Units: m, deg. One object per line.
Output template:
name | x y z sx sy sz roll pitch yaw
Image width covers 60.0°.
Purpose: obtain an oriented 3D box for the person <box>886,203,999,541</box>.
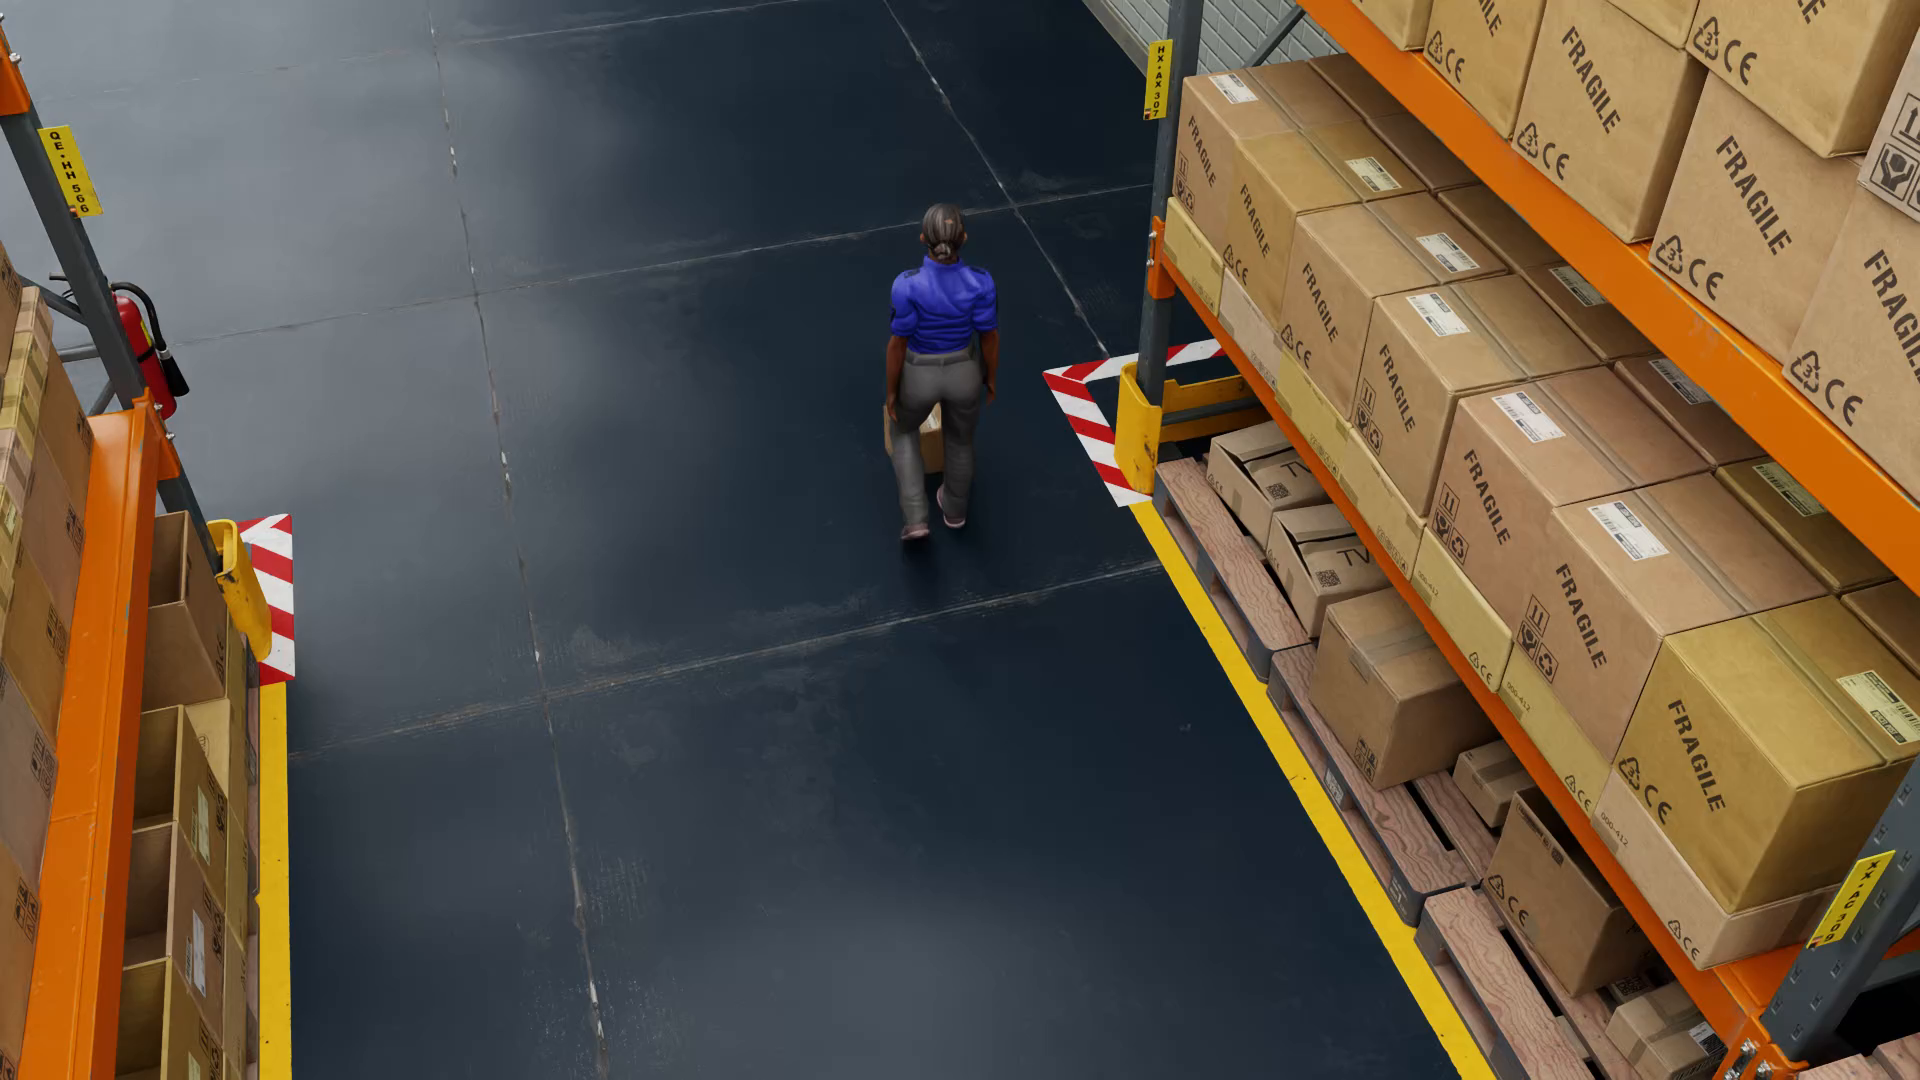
person | -0.085 -0.673 6.893 0.471 1.695 0.466 -7 43 -7
